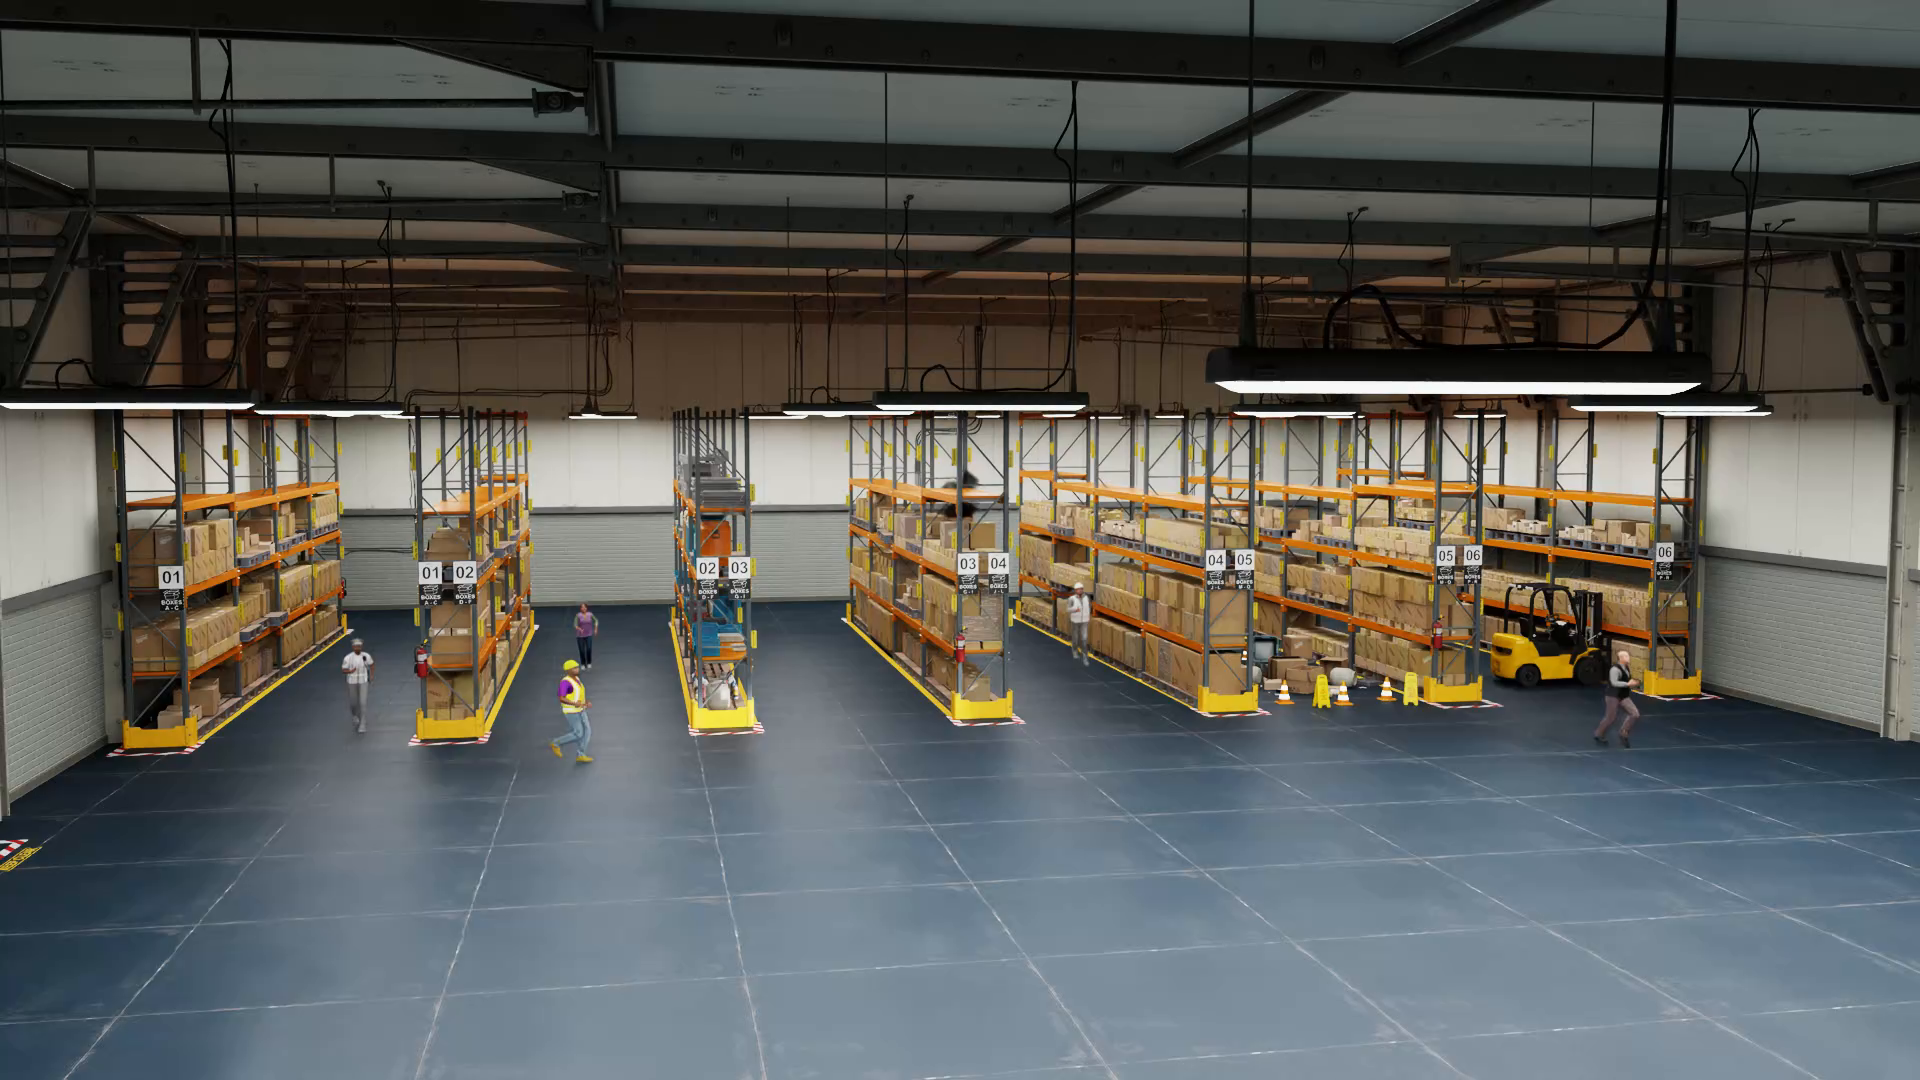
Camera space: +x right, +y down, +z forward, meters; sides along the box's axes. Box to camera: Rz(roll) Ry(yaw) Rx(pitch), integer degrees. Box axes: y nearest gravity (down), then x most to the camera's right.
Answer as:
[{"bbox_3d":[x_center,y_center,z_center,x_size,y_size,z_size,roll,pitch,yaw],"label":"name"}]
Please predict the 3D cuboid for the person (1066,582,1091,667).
[{"bbox_3d":[2.704,1.900,37.747,0.638,1.889,0.658,-1,4,-9],"label":"person"}]

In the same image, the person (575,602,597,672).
[{"bbox_3d":[-8.568,2.231,38.075,0.537,1.597,0.639,-1,4,-15],"label":"person"}]

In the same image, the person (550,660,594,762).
[{"bbox_3d":[-6.518,2.874,27.963,0.713,1.723,0.707,1,4,9],"label":"person"}]

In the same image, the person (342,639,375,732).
[{"bbox_3d":[-11.164,2.657,30.869,0.579,1.684,0.942,-1,4,-18],"label":"person"}]

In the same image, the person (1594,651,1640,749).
[{"bbox_3d":[11.549,2.792,29.204,0.680,1.733,0.823,-4,5,-42],"label":"person"}]
